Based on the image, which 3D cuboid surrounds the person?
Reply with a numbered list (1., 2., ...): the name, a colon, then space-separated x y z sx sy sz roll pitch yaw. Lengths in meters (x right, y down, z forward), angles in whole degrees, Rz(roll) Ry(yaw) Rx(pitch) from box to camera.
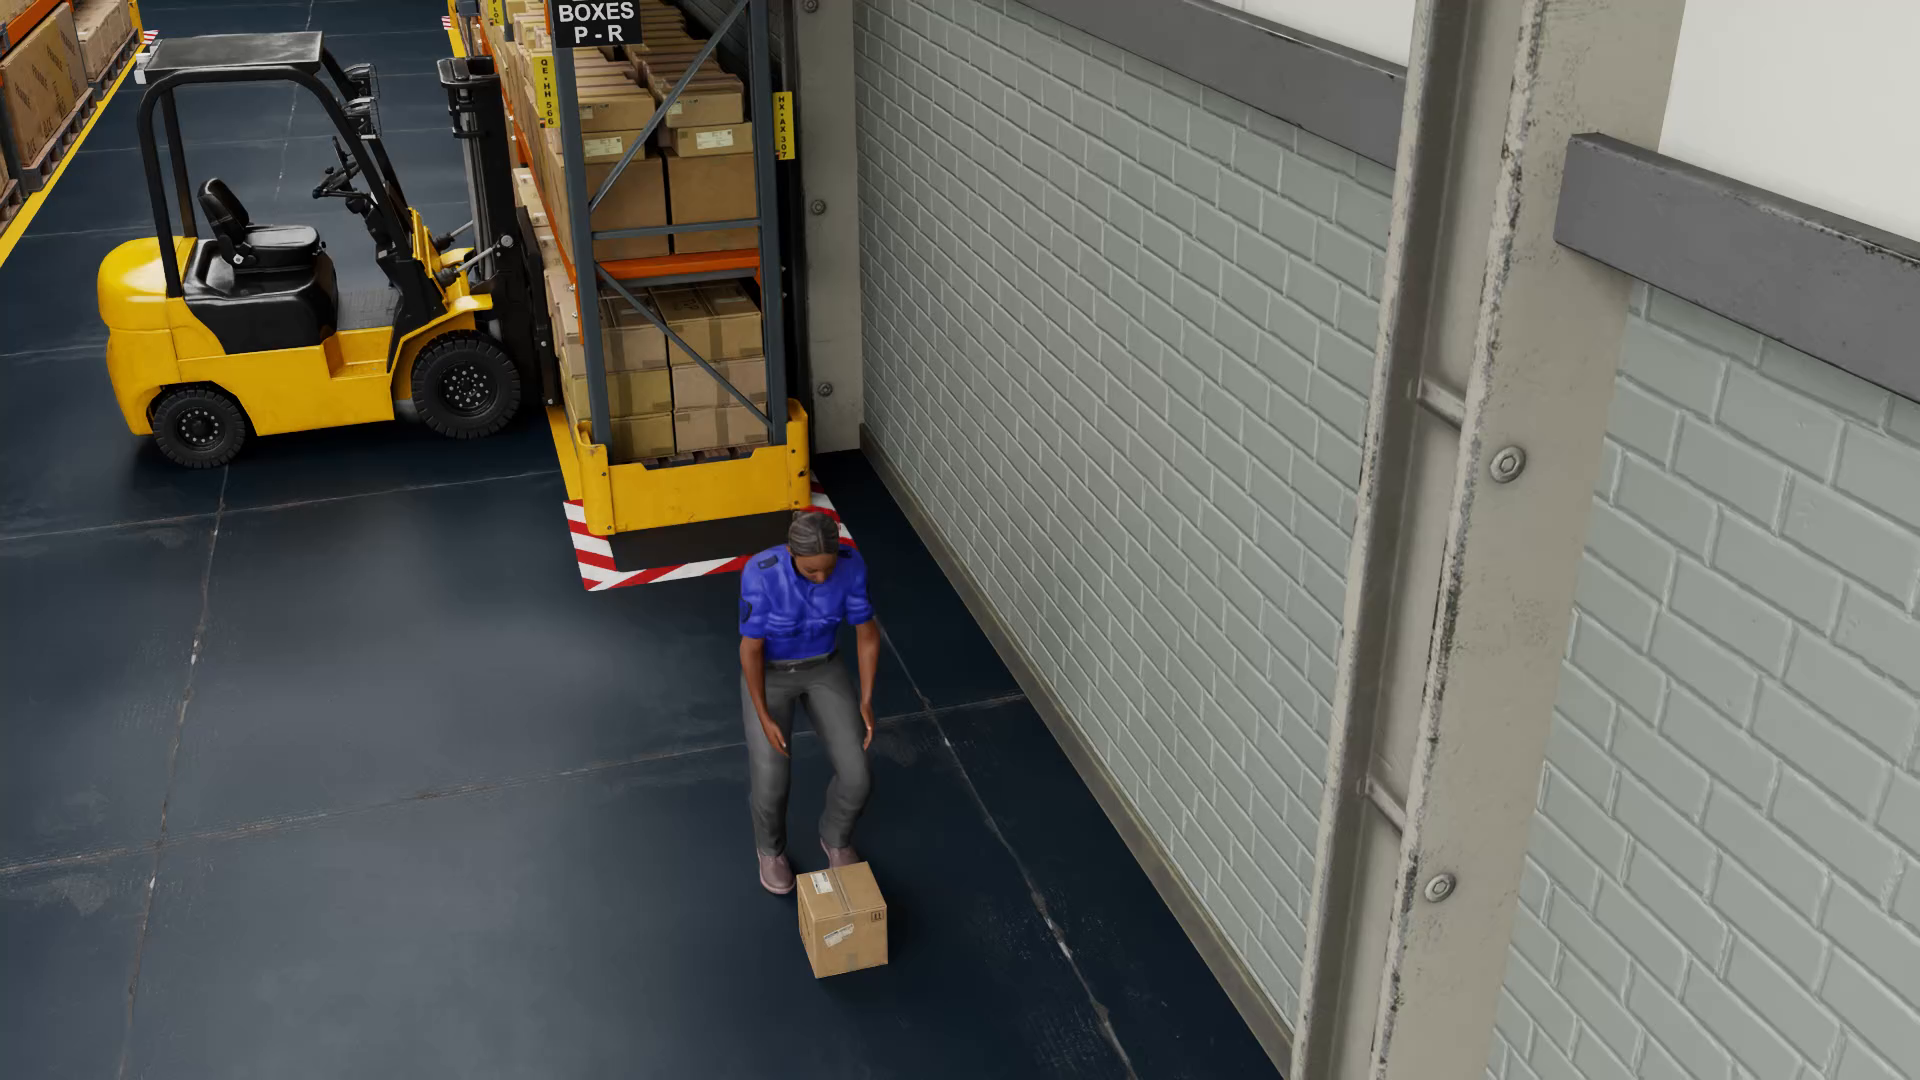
1. person: -0.517 0.526 5.749 0.484 1.507 0.513 -8 28 -15
